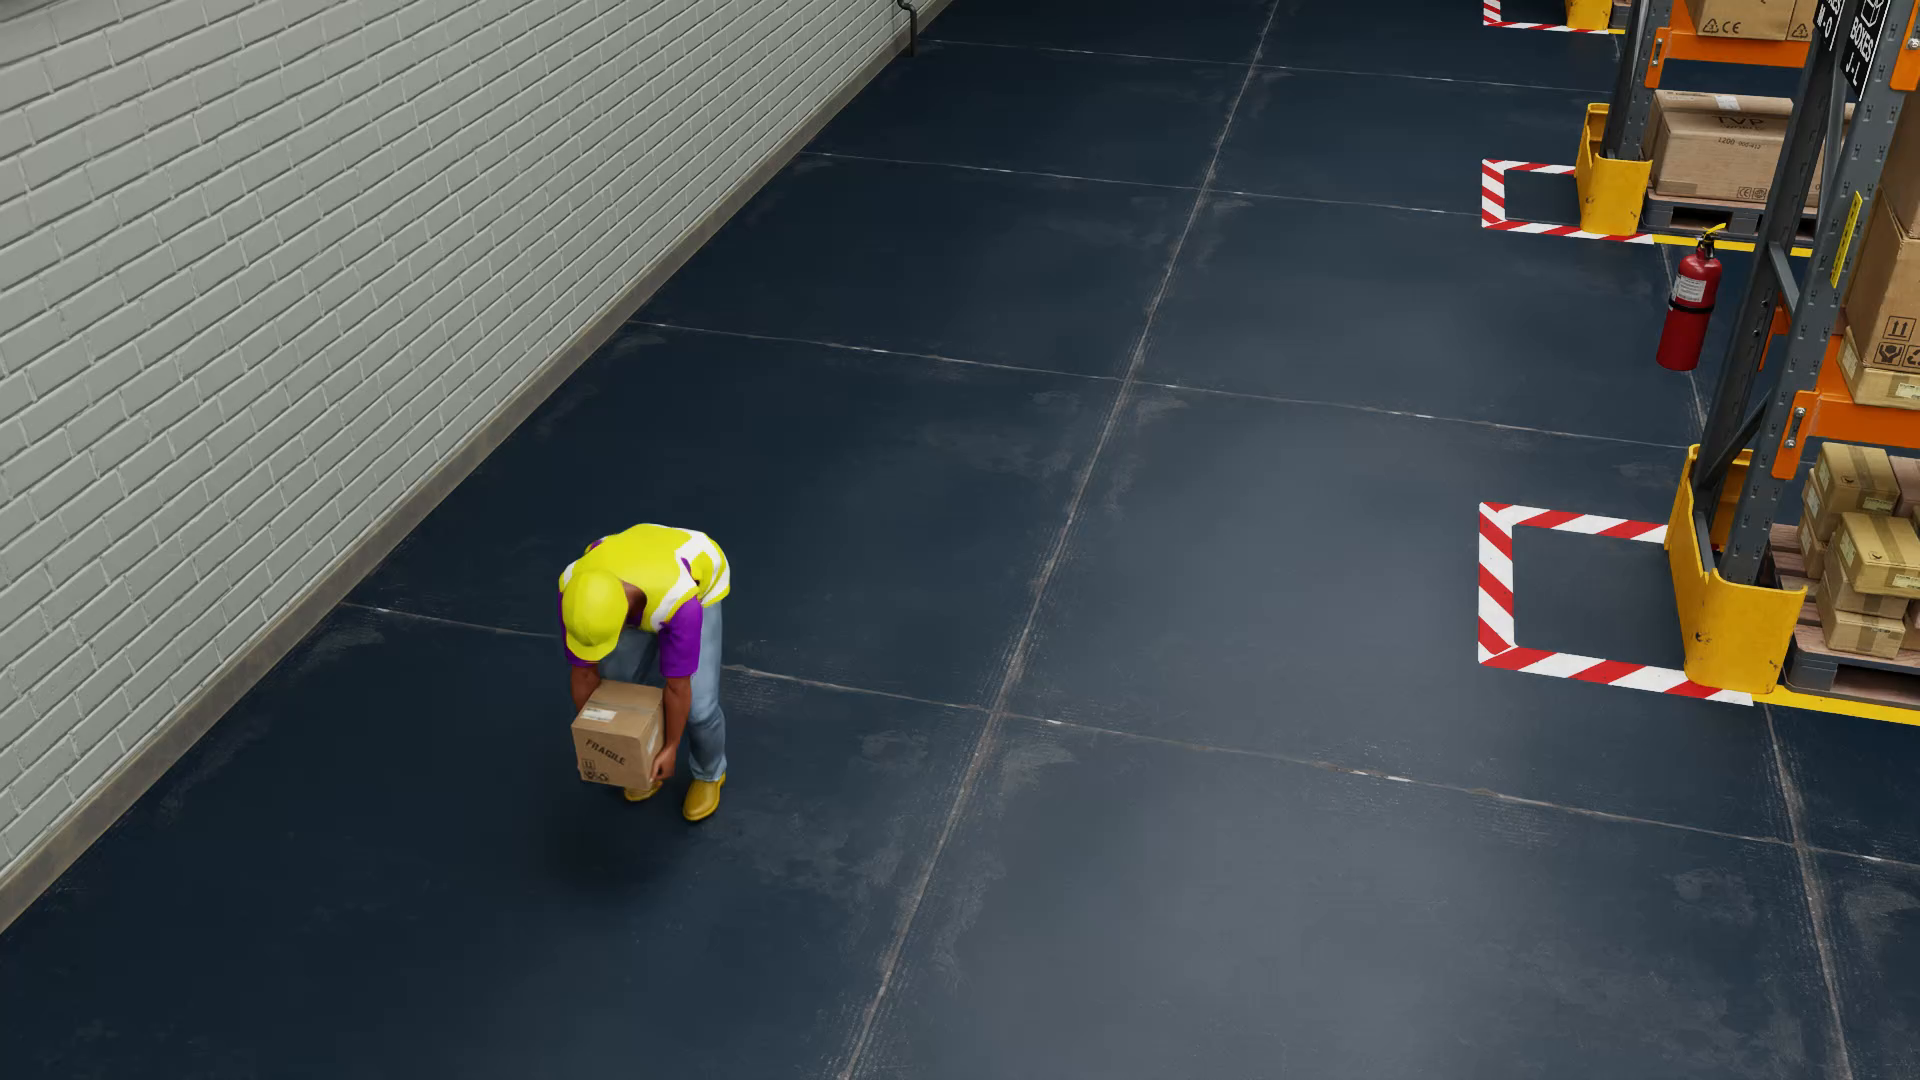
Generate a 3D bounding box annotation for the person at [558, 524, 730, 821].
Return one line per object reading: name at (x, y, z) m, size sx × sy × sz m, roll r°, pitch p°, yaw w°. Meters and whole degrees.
person at (-1.078, 0.478, 5.789) m, size 0.494 × 1.311 × 0.923 m, roll 7°, pitch 33°, yaw 11°
